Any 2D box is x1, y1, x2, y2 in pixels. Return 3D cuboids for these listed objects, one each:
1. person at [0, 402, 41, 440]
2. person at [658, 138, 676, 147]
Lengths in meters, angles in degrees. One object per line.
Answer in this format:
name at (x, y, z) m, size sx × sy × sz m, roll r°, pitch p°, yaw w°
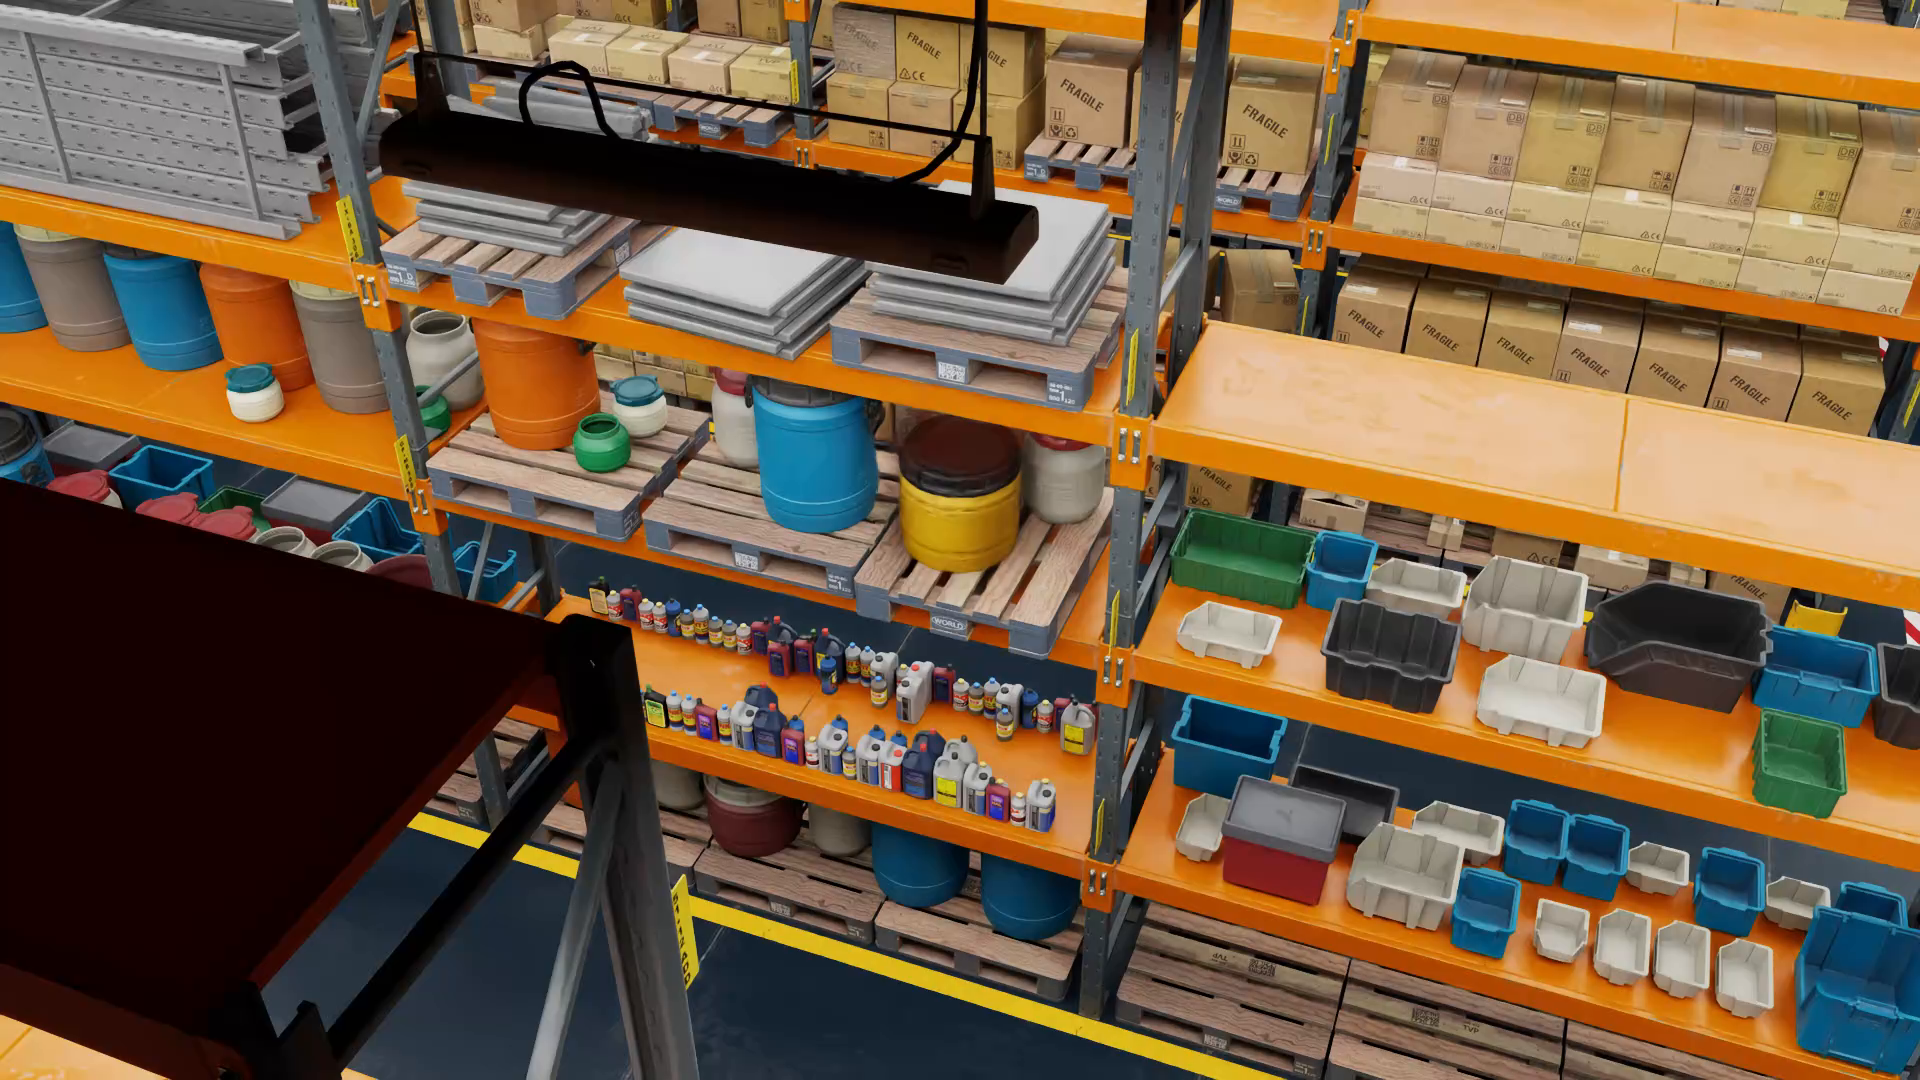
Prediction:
person at (-8.145, -1.231, 13.717) m, size 0.808 × 1.630 × 0.564 m, roll 0°, pitch 36°, yaw 0°
person at (-3.218, -4.486, 17.967) m, size 0.481 × 1.752 × 0.593 m, roll 23°, pitch 42°, yaw 28°
